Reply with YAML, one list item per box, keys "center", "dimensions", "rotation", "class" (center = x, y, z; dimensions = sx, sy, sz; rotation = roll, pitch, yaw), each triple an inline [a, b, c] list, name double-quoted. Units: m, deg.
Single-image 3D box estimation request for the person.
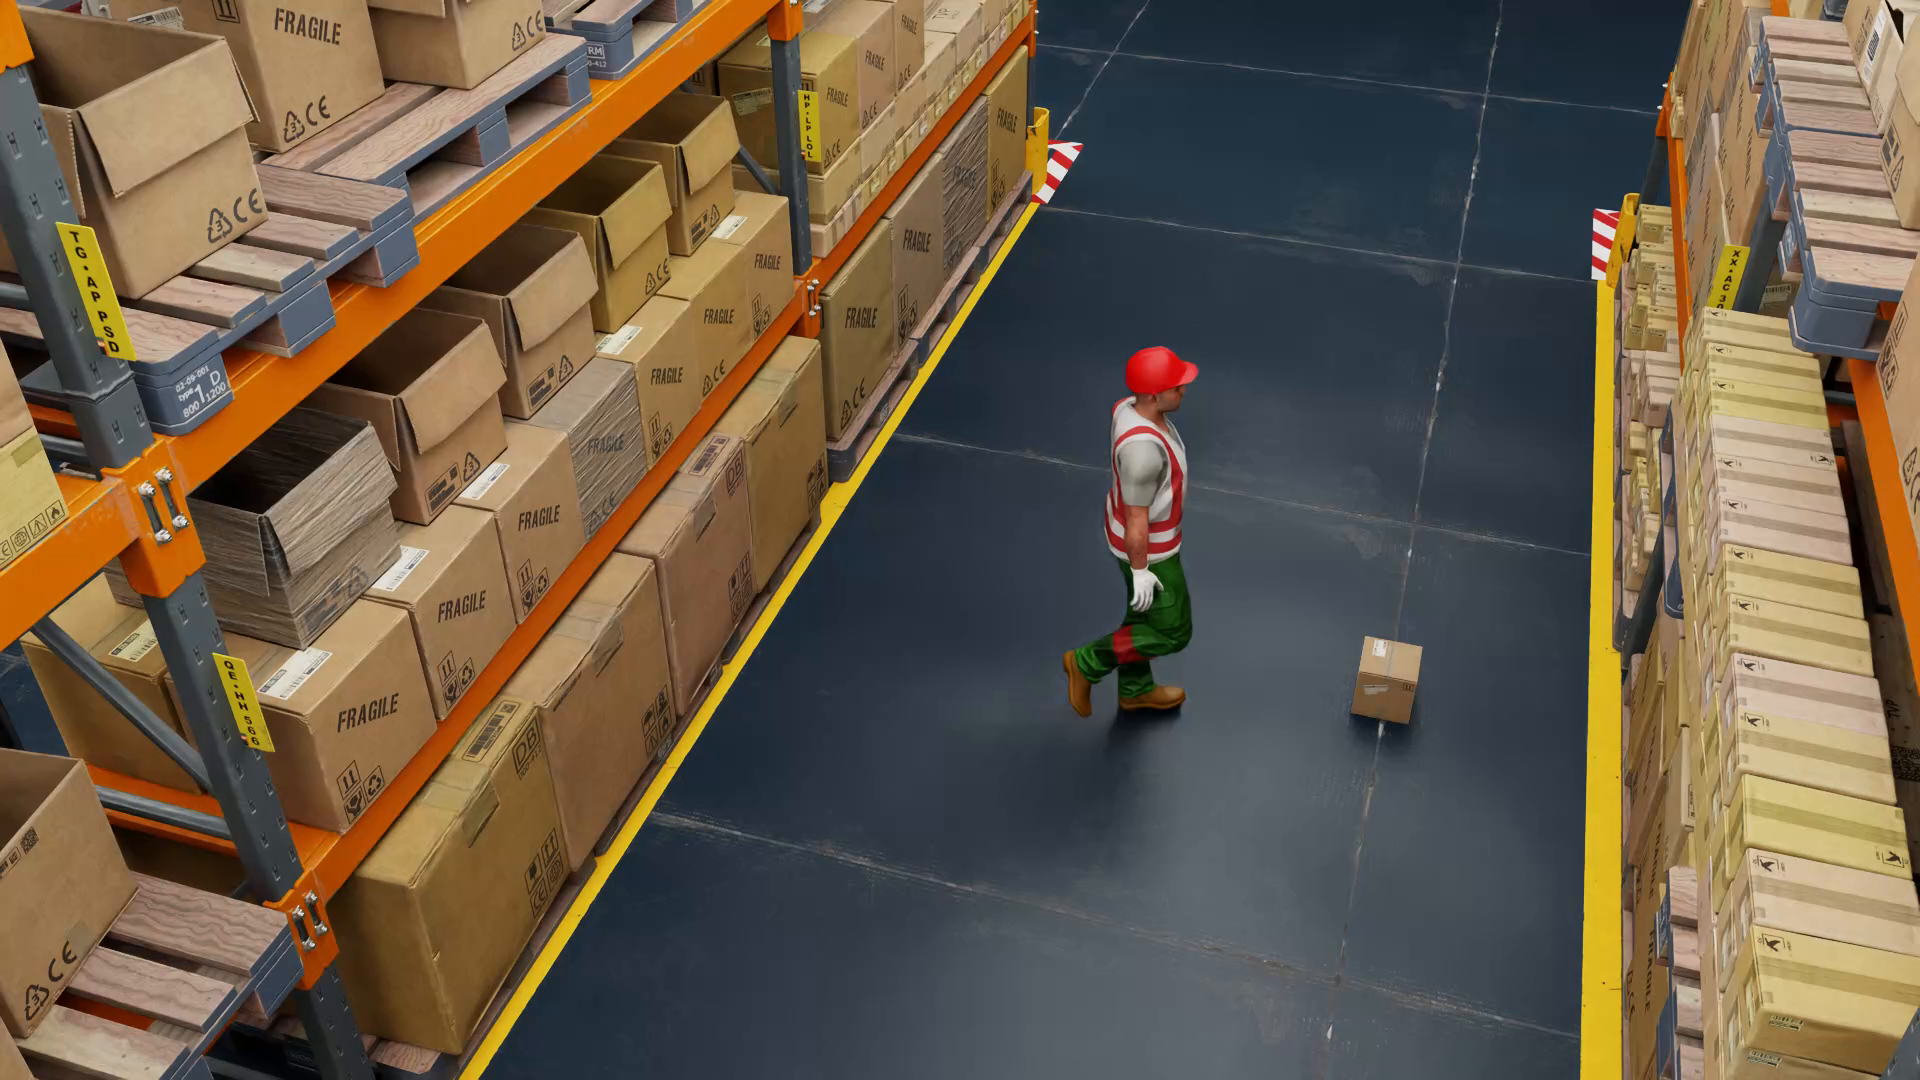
- center: [0.718, 0.008, 6.817]
  dimensions: [0.562, 1.780, 0.591]
  rotation: [0, 37, 0]
  class: "person"
